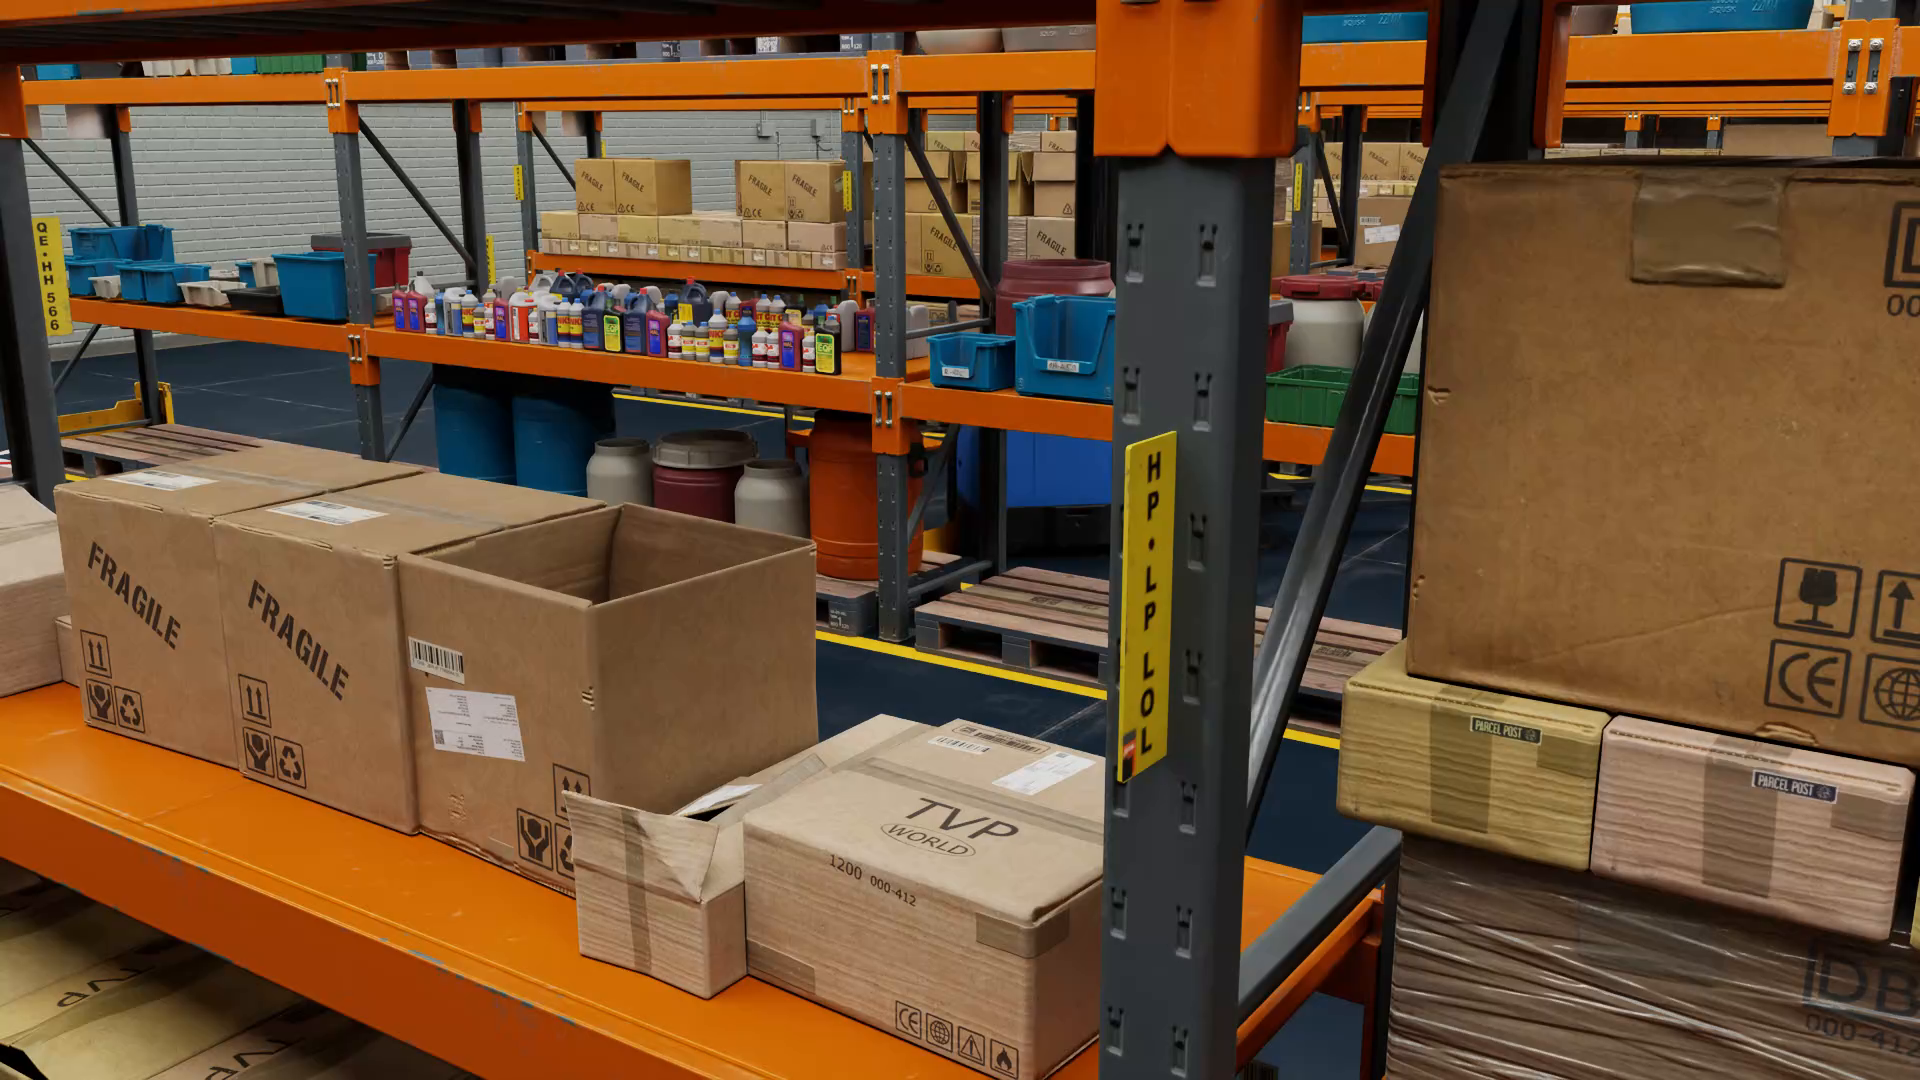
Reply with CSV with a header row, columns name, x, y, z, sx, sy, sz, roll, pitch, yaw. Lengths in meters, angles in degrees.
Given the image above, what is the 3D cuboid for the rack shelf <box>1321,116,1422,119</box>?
name,x,y,z,sx,sy,sz,roll,pitch,yaw
rack shelf,6.006,-6.911,27.254,4.000,0.370,1.077,9,17,33

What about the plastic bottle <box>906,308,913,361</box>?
name,x,y,z,sx,sy,sz,roll,pitch,yaw
plastic bottle,-0.341,-1.078,8.693,0.135,0.276,0.152,9,17,33

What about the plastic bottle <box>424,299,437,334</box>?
name,x,y,z,sx,sy,sz,roll,pitch,yaw
plastic bottle,-3.114,-1.322,9.834,0.097,0.201,0.097,0,14,0

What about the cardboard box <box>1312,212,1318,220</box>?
name,x,y,z,sx,sy,sz,roll,pitch,yaw
cardboard box,3.584,-3.274,16.956,0.250,0.149,0.380,8,16,30

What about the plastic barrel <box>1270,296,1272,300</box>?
name,x,y,z,sx,sy,sz,roll,pitch,yaw
plastic barrel,1.245,-0.948,7.679,0.421,0.512,0.421,0,14,0

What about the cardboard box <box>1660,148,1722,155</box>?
name,x,y,z,sx,sy,sz,roll,pitch,yaw
cardboard box,6.753,-3.345,15.303,0.500,0.500,0.700,9,16,32

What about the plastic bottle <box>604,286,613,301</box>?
name,x,y,z,sx,sy,sz,roll,pitch,yaw
plastic bottle,-2.110,-1.369,9.880,0.097,0.271,0.097,0,14,0

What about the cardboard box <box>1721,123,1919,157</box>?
name,x,y,z,sx,sy,sz,roll,pitch,yaw
cardboard box,5.425,-2.126,10.549,1.000,1.000,1.000,9,17,33

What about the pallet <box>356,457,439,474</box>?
name,x,y,z,sx,sy,sz,roll,pitch,yaw
pallet,-4.028,-0.320,11.175,1.213,0.211,1.003,9,17,33

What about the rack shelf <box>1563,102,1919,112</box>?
name,x,y,z,sx,sy,sz,roll,pitch,yaw
rack shelf,7.198,-3.847,14.878,4.000,0.370,1.077,9,17,33

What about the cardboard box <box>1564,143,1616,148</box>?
name,x,y,z,sx,sy,sz,roll,pitch,yaw
cardboard box,7.643,-4.560,20.214,0.500,0.500,0.500,9,16,31

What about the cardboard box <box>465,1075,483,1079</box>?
name,x,y,z,sx,sy,sz,roll,pitch,yaw
cardboard box,-0.870,1.203,2.901,0.500,0.311,0.500,9,17,33

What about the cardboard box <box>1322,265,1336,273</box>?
name,x,y,z,sx,sy,sz,roll,pitch,yaw
cardboard box,5.458,-3.651,22.378,0.875,0.875,0.875,10,17,35

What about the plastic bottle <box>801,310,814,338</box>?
name,x,y,z,sx,sy,sz,roll,pitch,yaw
plastic bottle,-0.832,-1.173,9.232,0.097,0.201,0.097,0,14,0

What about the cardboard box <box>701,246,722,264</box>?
name,x,y,z,sx,sy,sz,roll,pitch,yaw
cardboard box,-2.135,-2.596,15.089,0.250,0.149,0.380,9,16,32

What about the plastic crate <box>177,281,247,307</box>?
name,x,y,z,sx,sy,sz,roll,pitch,yaw
plastic crate,-5.009,-1.657,11.198,0.466,0.136,0.293,9,17,33

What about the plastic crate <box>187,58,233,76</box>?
name,x,y,z,sx,sy,sz,roll,pitch,yaw
plastic crate,-4.664,-3.005,10.526,0.466,0.136,0.293,9,17,33

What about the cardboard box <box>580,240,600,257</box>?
name,x,y,z,sx,sy,sz,roll,pitch,yaw
cardboard box,-3.415,-2.803,15.925,0.250,0.149,0.380,9,16,31

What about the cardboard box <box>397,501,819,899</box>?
name,x,y,z,sx,sy,sz,roll,pitch,yaw
cardboard box,-0.591,0.252,2.853,0.500,0.500,0.500,11,17,37

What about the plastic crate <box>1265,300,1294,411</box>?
name,x,y,z,sx,sy,sz,roll,pitch,yaw
plastic crate,1.093,-0.799,7.176,0.583,0.464,0.402,9,17,33

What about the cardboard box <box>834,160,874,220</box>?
name,x,y,z,sx,sy,sz,roll,pitch,yaw
cardboard box,-0.887,-3.121,14.820,0.500,0.500,0.500,9,17,33

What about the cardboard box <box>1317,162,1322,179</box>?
name,x,y,z,sx,sy,sz,roll,pitch,yaw
cardboard box,4.639,-5.192,22.765,0.500,0.500,0.500,9,17,33

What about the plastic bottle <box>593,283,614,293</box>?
name,x,y,z,sx,sy,sz,roll,pitch,yaw
plastic bottle,-2.167,-1.417,10.063,0.135,0.276,0.152,9,17,33

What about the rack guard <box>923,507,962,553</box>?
name,x,y,z,sx,sy,sz,roll,pitch,yaw
rack guard,-0.227,-0.030,9.925,0.587,0.250,0.087,-12,18,-41

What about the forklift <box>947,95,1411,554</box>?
name,x,y,z,sx,sy,sz,roll,pitch,yaw
forklift,1.479,-1.485,10.223,3.031,2.935,1.130,-2,14,-9

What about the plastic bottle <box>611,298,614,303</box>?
name,x,y,z,sx,sy,sz,roll,pitch,yaw
plastic bottle,-1.941,-1.208,9.229,0.097,0.271,0.097,0,14,0

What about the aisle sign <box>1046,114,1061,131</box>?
name,x,y,z,sx,sy,sz,roll,pitch,yaw
aisle sign,1.358,-6.296,24.104,0.004,0.787,0.394,9,17,33

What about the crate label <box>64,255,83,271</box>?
name,x,y,z,sx,sy,sz,roll,pitch,yaw
crate label,-6.694,-1.968,12.254,0.303,0.233,0.416,9,17,33

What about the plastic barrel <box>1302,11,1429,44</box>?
name,x,y,z,sx,sy,sz,roll,pitch,yaw
plastic barrel,1.613,-2.409,6.527,0.708,0.901,0.600,9,17,33

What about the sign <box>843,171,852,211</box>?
name,x,y,z,sx,sy,sz,roll,pitch,yaw
sign,-0.941,-2.918,13.901,0.005,0.325,0.100,9,17,33

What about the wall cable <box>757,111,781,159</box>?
name,x,y,z,sx,sy,sz,roll,pitch,yaw
wall cable,-3.112,-6.342,27.521,0.123,1.953,0.585,9,17,33

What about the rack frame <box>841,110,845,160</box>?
name,x,y,z,sx,sy,sz,roll,pitch,yaw
rack frame,-1.099,-4.082,20.569,0.127,3.000,1.000,9,17,33

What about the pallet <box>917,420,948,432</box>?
name,x,y,z,sx,sy,sz,roll,pitch,yaw
pallet,0.050,-1.128,14.440,1.213,0.211,1.003,9,17,33

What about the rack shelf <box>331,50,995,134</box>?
name,x,y,z,sx,sy,sz,roll,pitch,yaw
rack shelf,-1.737,-2.421,9.115,4.000,0.370,1.077,9,17,33

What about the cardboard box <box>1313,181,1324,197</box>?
name,x,y,z,sx,sy,sz,roll,pitch,yaw
cardboard box,3.589,-3.563,16.884,0.250,0.149,0.380,10,17,34

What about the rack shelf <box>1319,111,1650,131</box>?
name,x,y,z,sx,sy,sz,roll,pitch,yaw
rack shelf,6.558,-5.384,21.087,4.000,0.370,1.077,9,17,33

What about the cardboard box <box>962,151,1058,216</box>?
name,x,y,z,sx,sy,sz,roll,pitch,yaw
cardboard box,0.465,-2.927,13.609,0.637,0.503,0.797,9,17,33

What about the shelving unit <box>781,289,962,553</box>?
name,x,y,z,sx,sy,sz,roll,pitch,yaw
shelving unit,-0.562,-0.725,10.133,0.587,1.500,1.083,-12,18,-41

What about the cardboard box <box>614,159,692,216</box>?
name,x,y,z,sx,sy,sz,roll,pitch,yaw
cardboard box,-2.856,-3.288,15.497,0.500,0.500,0.500,9,16,31

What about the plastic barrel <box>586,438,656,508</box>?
name,x,y,z,sx,sy,sz,roll,pitch,yaw
plastic barrel,-1.948,-0.314,9.651,0.421,0.512,0.421,0,14,0

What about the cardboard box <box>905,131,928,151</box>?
name,x,y,z,sx,sy,sz,roll,pitch,yaw
cardboard box,-0.453,-4.580,19.676,0.500,0.500,0.500,10,17,34

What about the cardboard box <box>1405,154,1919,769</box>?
name,x,y,z,sx,sy,sz,roll,pitch,yaw
cardboard box,0.846,-0.142,1.748,0.500,0.500,0.700,9,17,33

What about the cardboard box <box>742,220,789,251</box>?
name,x,y,z,sx,sy,sz,roll,pitch,yaw
cardboard box,-1.576,-2.717,14.751,0.500,0.250,0.500,10,17,34

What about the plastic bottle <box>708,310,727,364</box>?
name,x,y,z,sx,sy,sz,roll,pitch,yaw
plastic bottle,-1.251,-1.055,8.610,0.097,0.271,0.097,0,14,0

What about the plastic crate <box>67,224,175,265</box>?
name,x,y,z,sx,sy,sz,roll,pitch,yaw
plastic crate,-6.334,-2.157,12.597,0.499,0.435,0.616,9,17,33

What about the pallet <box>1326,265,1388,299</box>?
name,x,y,z,sx,sy,sz,roll,pitch,yaw
pallet,3.338,-1.866,12.018,1.003,0.211,1.213,9,17,33

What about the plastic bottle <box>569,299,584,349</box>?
name,x,y,z,sx,sy,sz,roll,pitch,yaw
plastic bottle,-2.103,-1.192,9.166,0.097,0.271,0.097,0,14,0

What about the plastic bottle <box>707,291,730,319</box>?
name,x,y,z,sx,sy,sz,roll,pitch,yaw
plastic bottle,-1.407,-1.294,9.567,0.135,0.276,0.152,9,17,33

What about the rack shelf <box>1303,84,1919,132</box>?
name,x,y,z,sx,sy,sz,roll,pitch,yaw
rack shelf,4.346,-2.872,10.938,4.000,0.370,1.077,9,17,33

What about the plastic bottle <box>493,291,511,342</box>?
name,x,y,z,sx,sy,sz,roll,pitch,yaw
plastic bottle,-2.593,-1.272,9.463,0.133,0.283,0.061,9,17,33

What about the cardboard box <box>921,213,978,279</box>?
name,x,y,z,sx,sy,sz,roll,pitch,yaw
cardboard box,0.028,-2.440,13.728,0.500,0.500,0.500,9,17,33

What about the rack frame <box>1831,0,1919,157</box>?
name,x,y,z,sx,sy,sz,roll,pitch,yaw
rack frame,3.242,-0.509,6.139,0.127,3.000,1.000,9,17,33

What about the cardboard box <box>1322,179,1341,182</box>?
name,x,y,z,sx,sy,sz,roll,pitch,yaw
cardboard box,3.967,-3.690,17.399,0.250,0.149,0.380,9,16,32

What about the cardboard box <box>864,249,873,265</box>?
name,x,y,z,sx,sy,sz,roll,pitch,yaw
cardboard box,-0.692,-2.554,14.920,0.250,0.149,0.380,9,17,33

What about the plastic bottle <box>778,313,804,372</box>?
name,x,y,z,sx,sy,sz,roll,pitch,yaw
plastic bottle,-0.843,-0.989,8.320,0.133,0.283,0.061,9,17,33

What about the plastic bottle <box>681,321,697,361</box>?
name,x,y,z,sx,sy,sz,roll,pitch,yaw
plastic bottle,-1.413,-1.047,8.724,0.097,0.201,0.097,0,14,0

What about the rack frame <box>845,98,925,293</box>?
name,x,y,z,sx,sy,sz,roll,pitch,yaw
rack frame,-0.632,-2.570,14.462,0.127,3.000,1.000,9,17,33
